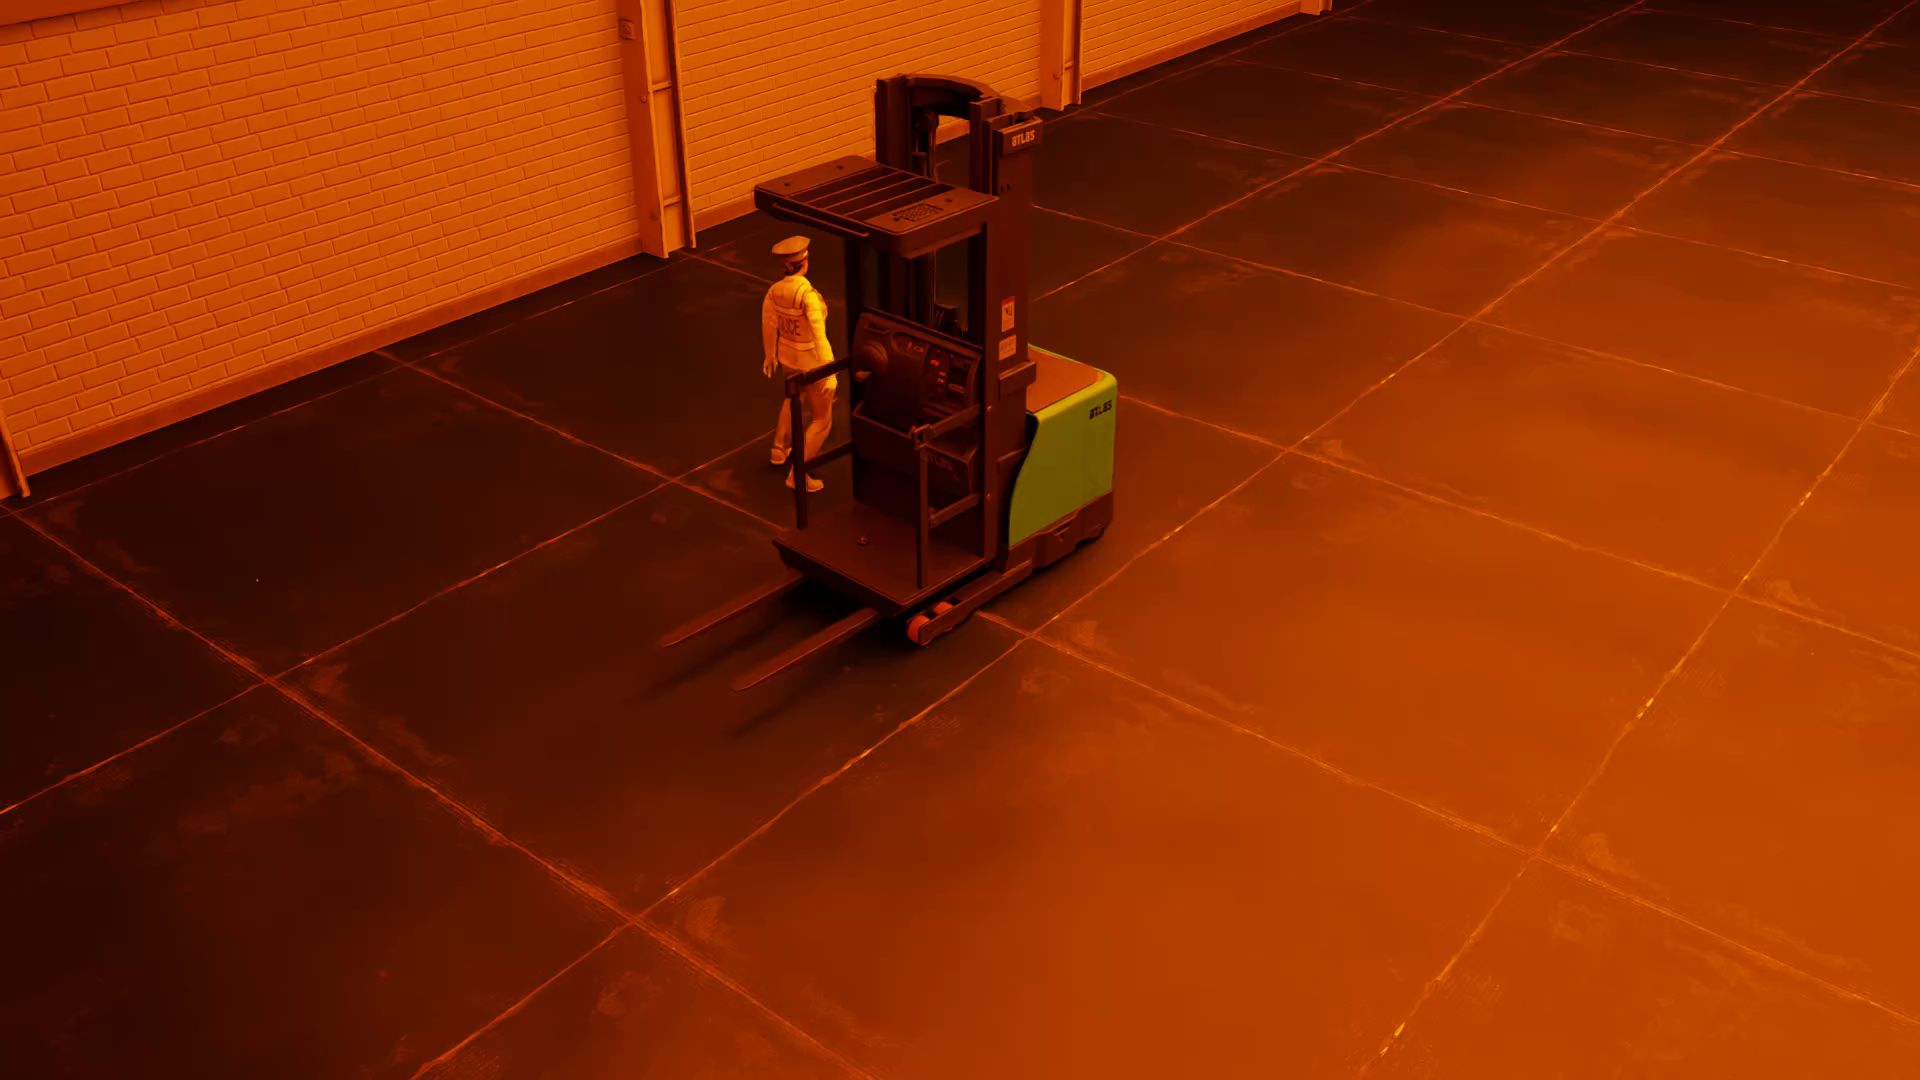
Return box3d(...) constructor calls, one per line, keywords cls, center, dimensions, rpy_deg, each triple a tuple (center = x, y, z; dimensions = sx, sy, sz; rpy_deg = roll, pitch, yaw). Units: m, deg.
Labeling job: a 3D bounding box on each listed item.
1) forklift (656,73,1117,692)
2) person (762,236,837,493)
box3d(cls="forklift", center=(-0.395, -0.956, 9.232), dimensions=(1.130, 2.935, 3.031), rpy_deg=(25, 38, 36))
box3d(cls="person", center=(-1.052, -1.111, 10.807), dimensions=(0.462, 1.641, 0.795), rpy_deg=(-24, 38, -35))
